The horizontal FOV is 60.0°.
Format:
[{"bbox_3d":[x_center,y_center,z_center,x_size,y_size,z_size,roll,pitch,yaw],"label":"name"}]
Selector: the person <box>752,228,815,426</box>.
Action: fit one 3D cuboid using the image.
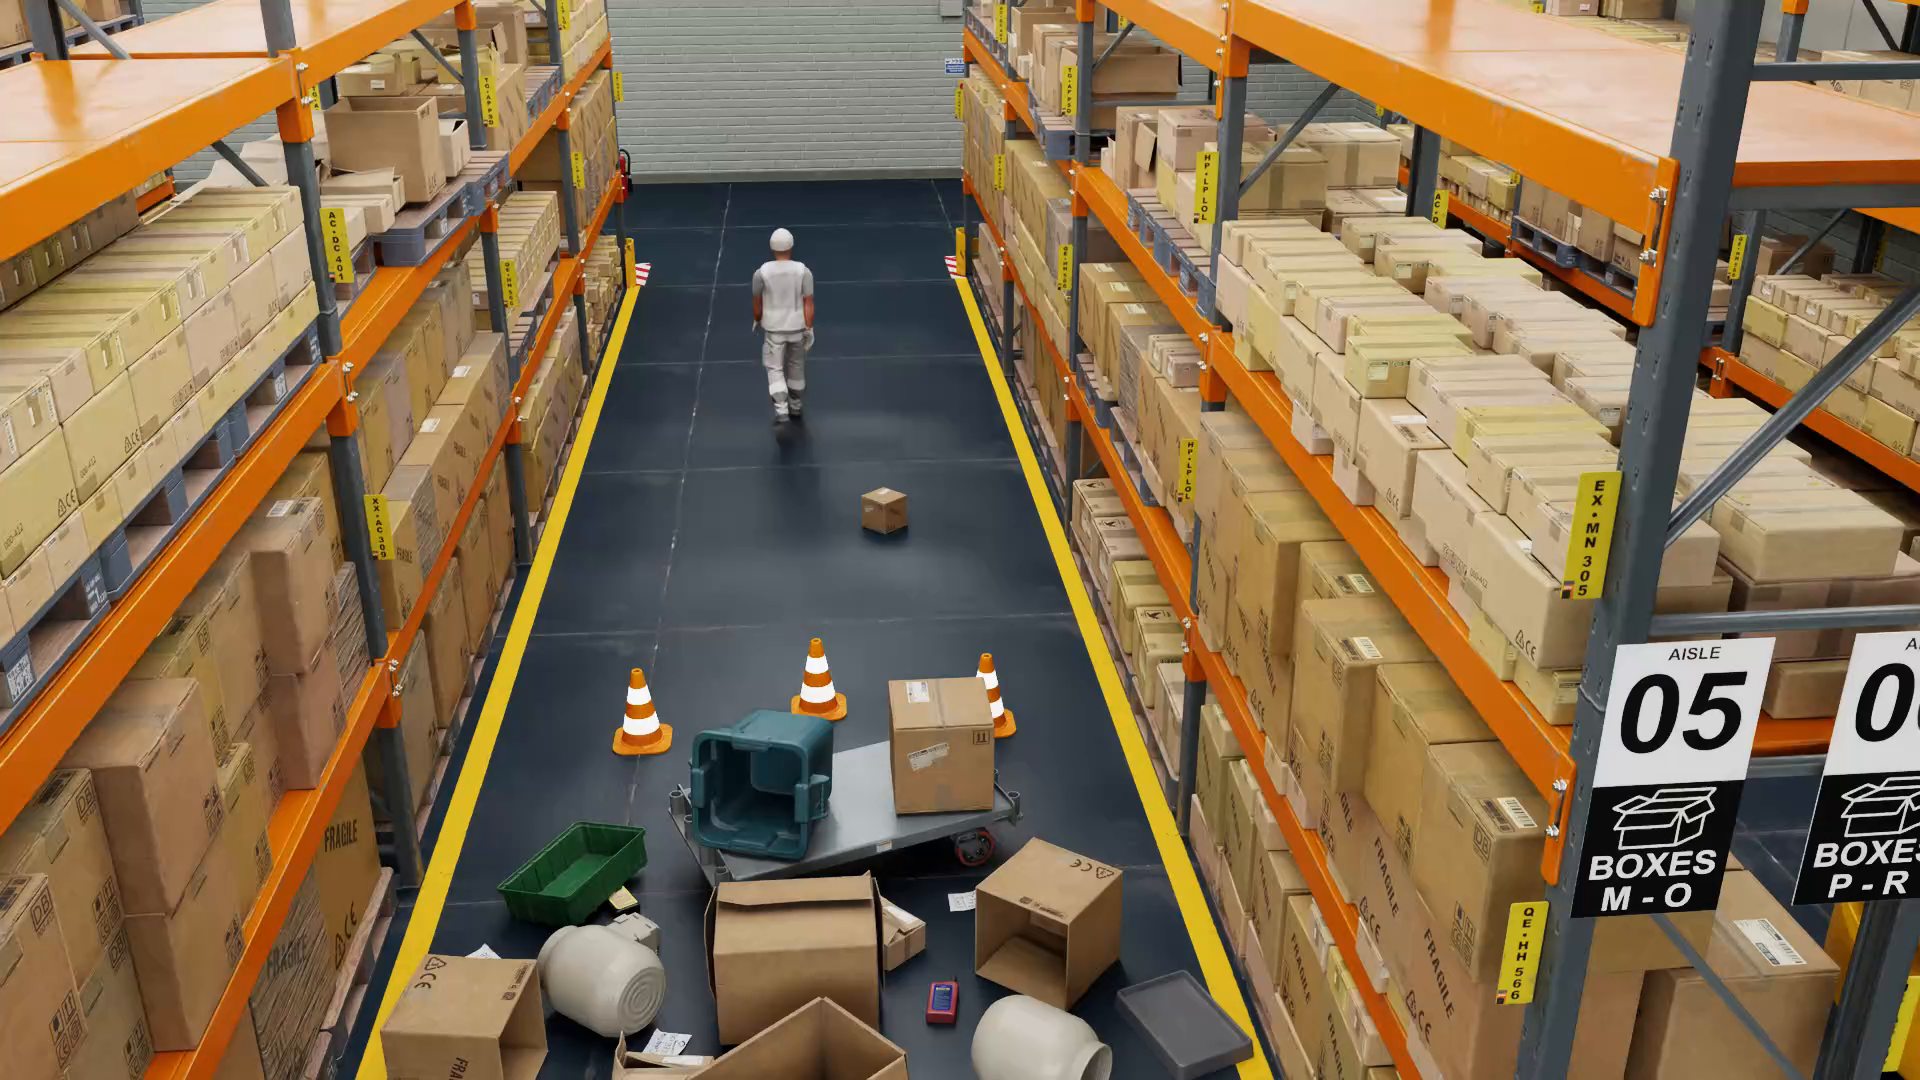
[{"bbox_3d":[-1.539,-1.856,14.556,0.531,1.760,0.954,-5,24,-10],"label":"person"}]
